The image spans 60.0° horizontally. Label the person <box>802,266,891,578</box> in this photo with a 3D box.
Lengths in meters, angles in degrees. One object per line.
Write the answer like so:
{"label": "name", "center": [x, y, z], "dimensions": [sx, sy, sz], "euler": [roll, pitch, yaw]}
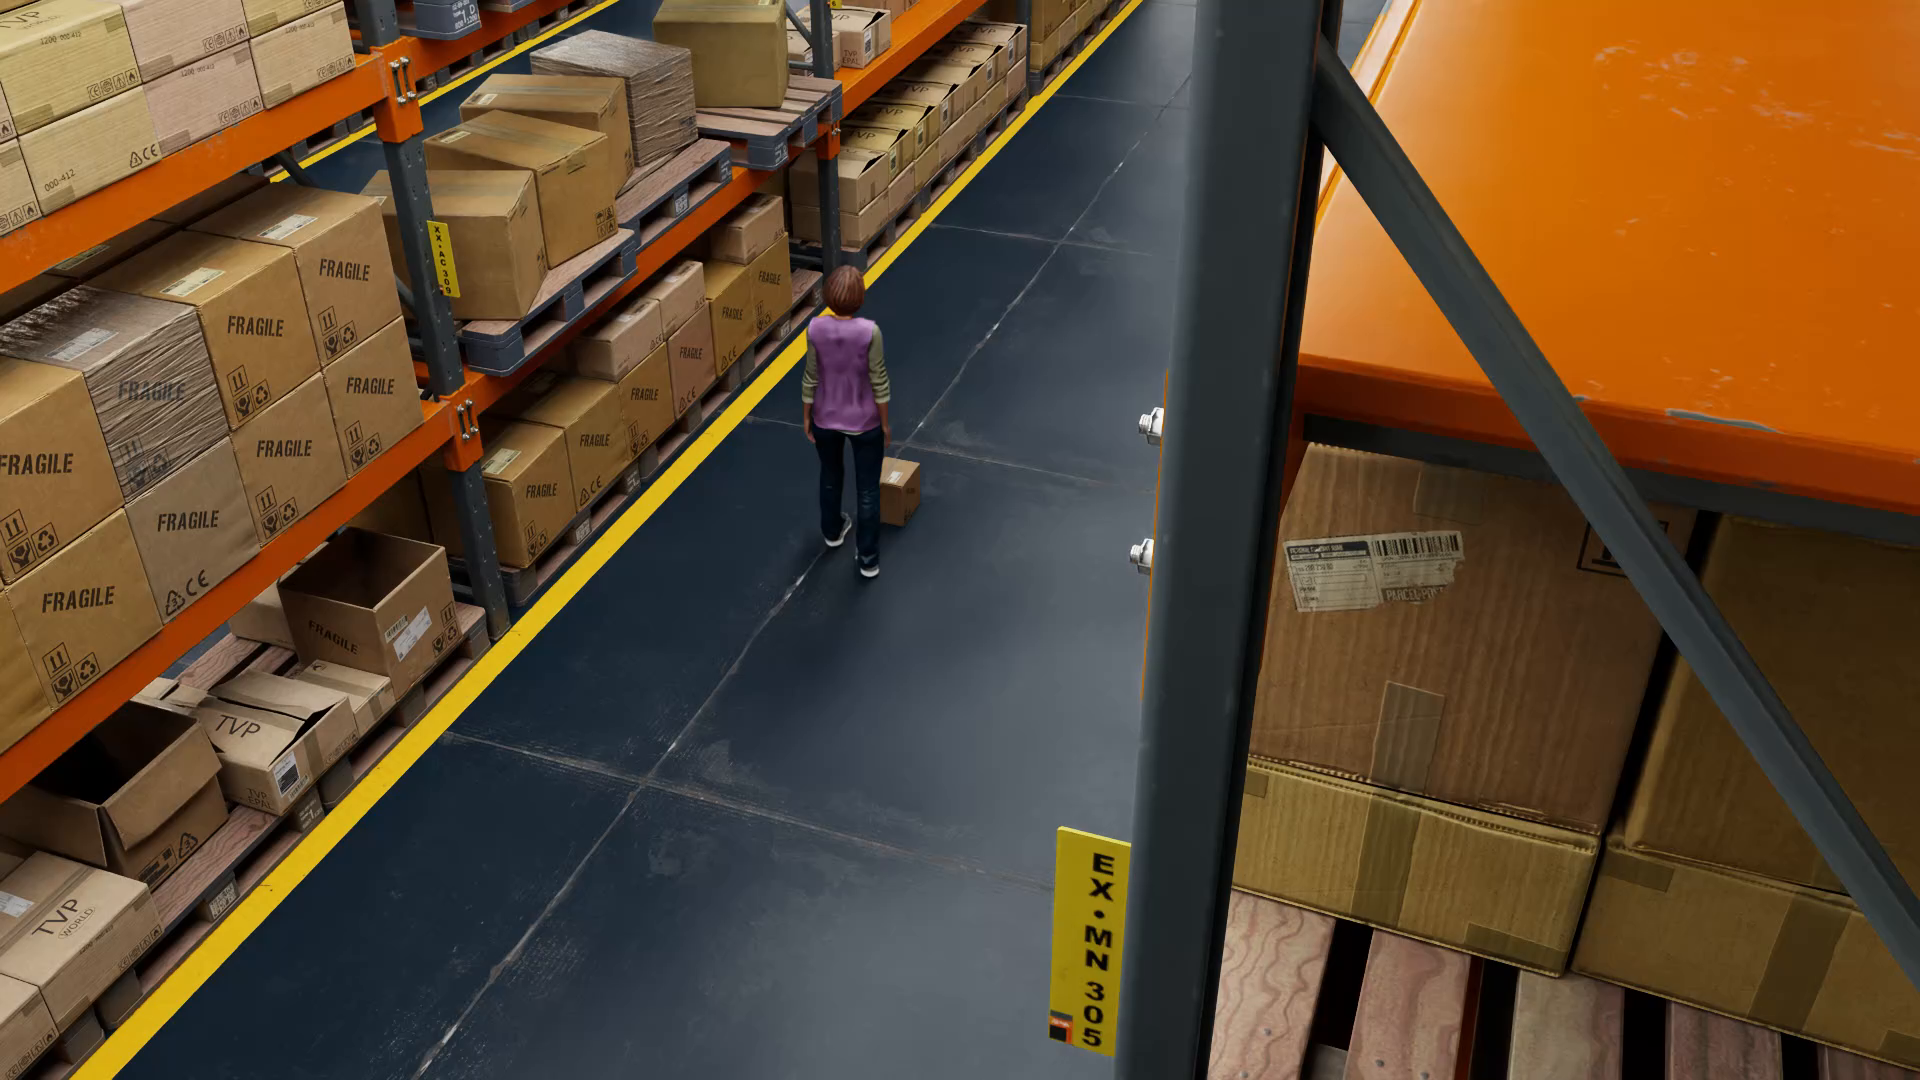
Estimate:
{"label": "person", "center": [-0.527, -0.601, 8.044], "dimensions": [0.432, 1.599, 0.534], "euler": [6, 34, 9]}
